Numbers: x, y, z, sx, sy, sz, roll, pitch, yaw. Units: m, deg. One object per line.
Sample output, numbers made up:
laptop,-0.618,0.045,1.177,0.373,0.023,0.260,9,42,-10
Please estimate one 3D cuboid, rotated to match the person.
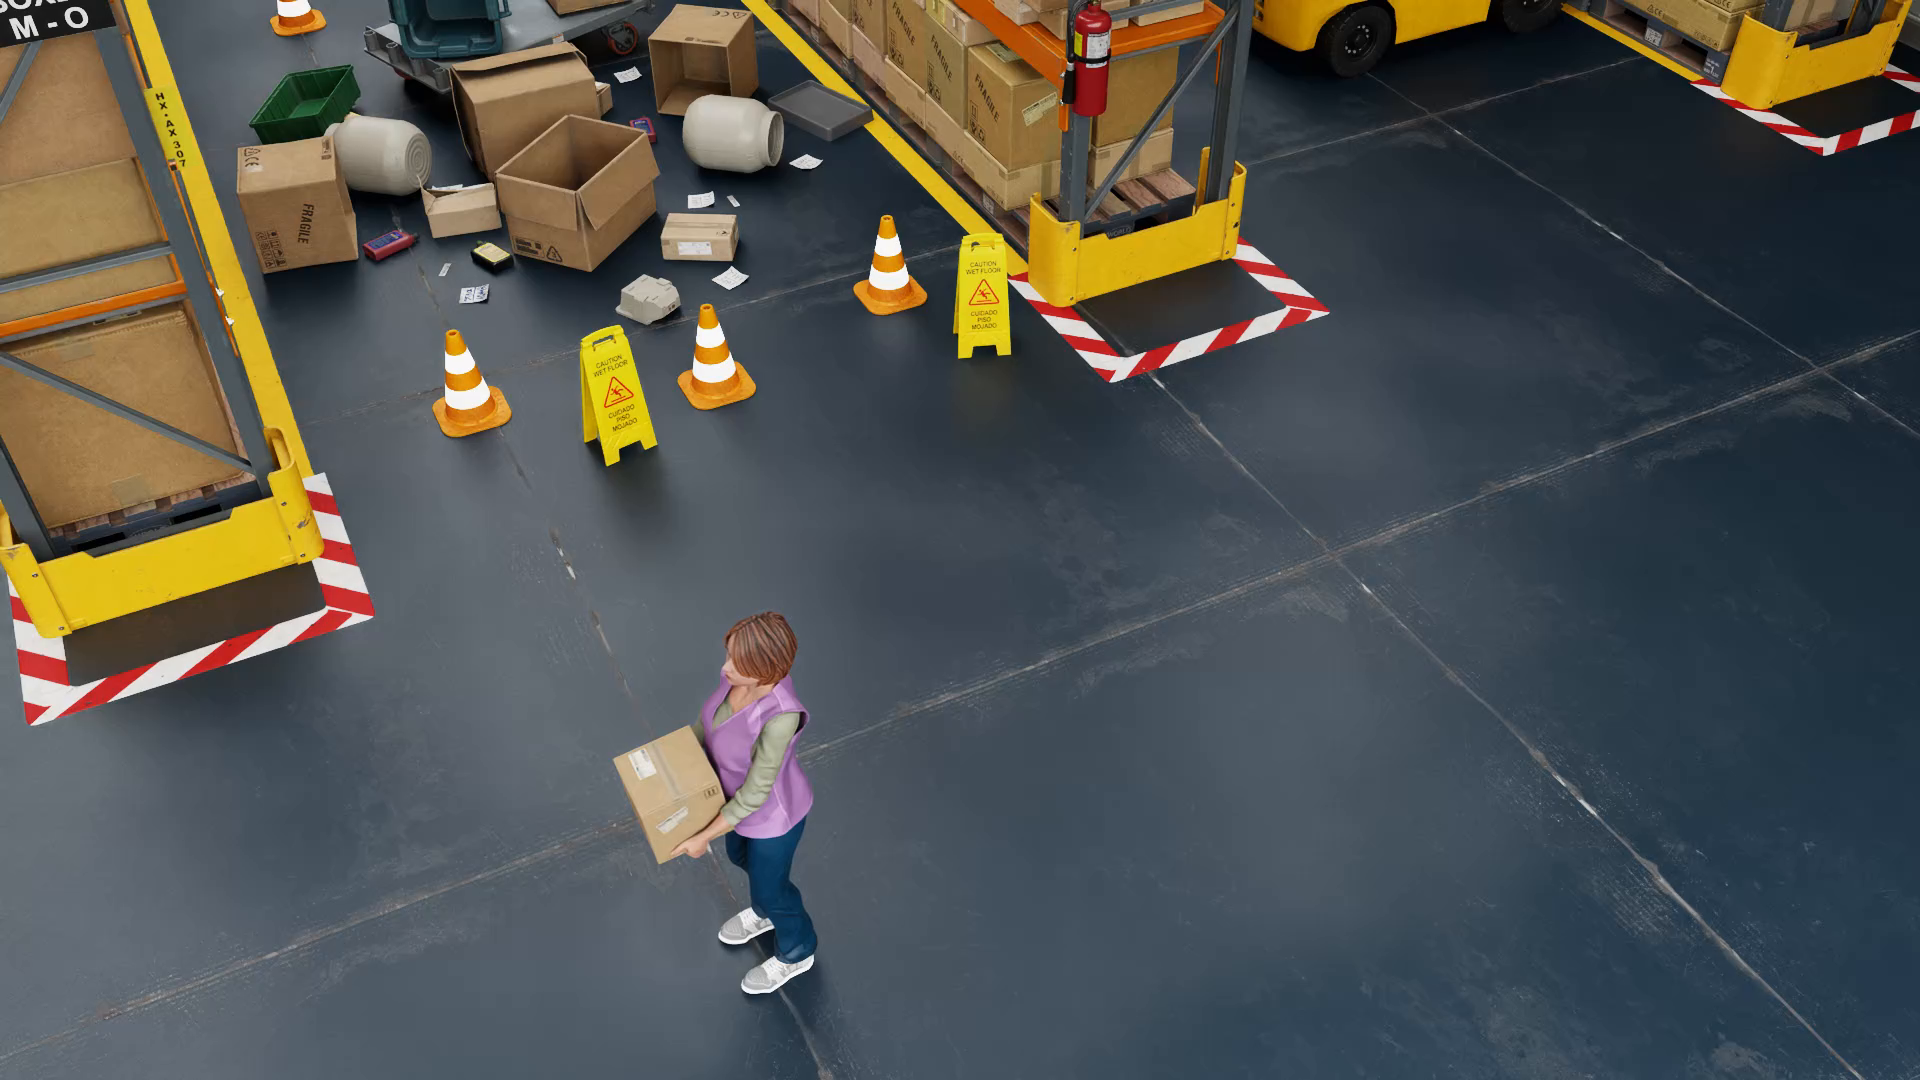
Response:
person,-0.705,0.853,5.218,0.498,1.589,0.408,-19,45,-20
